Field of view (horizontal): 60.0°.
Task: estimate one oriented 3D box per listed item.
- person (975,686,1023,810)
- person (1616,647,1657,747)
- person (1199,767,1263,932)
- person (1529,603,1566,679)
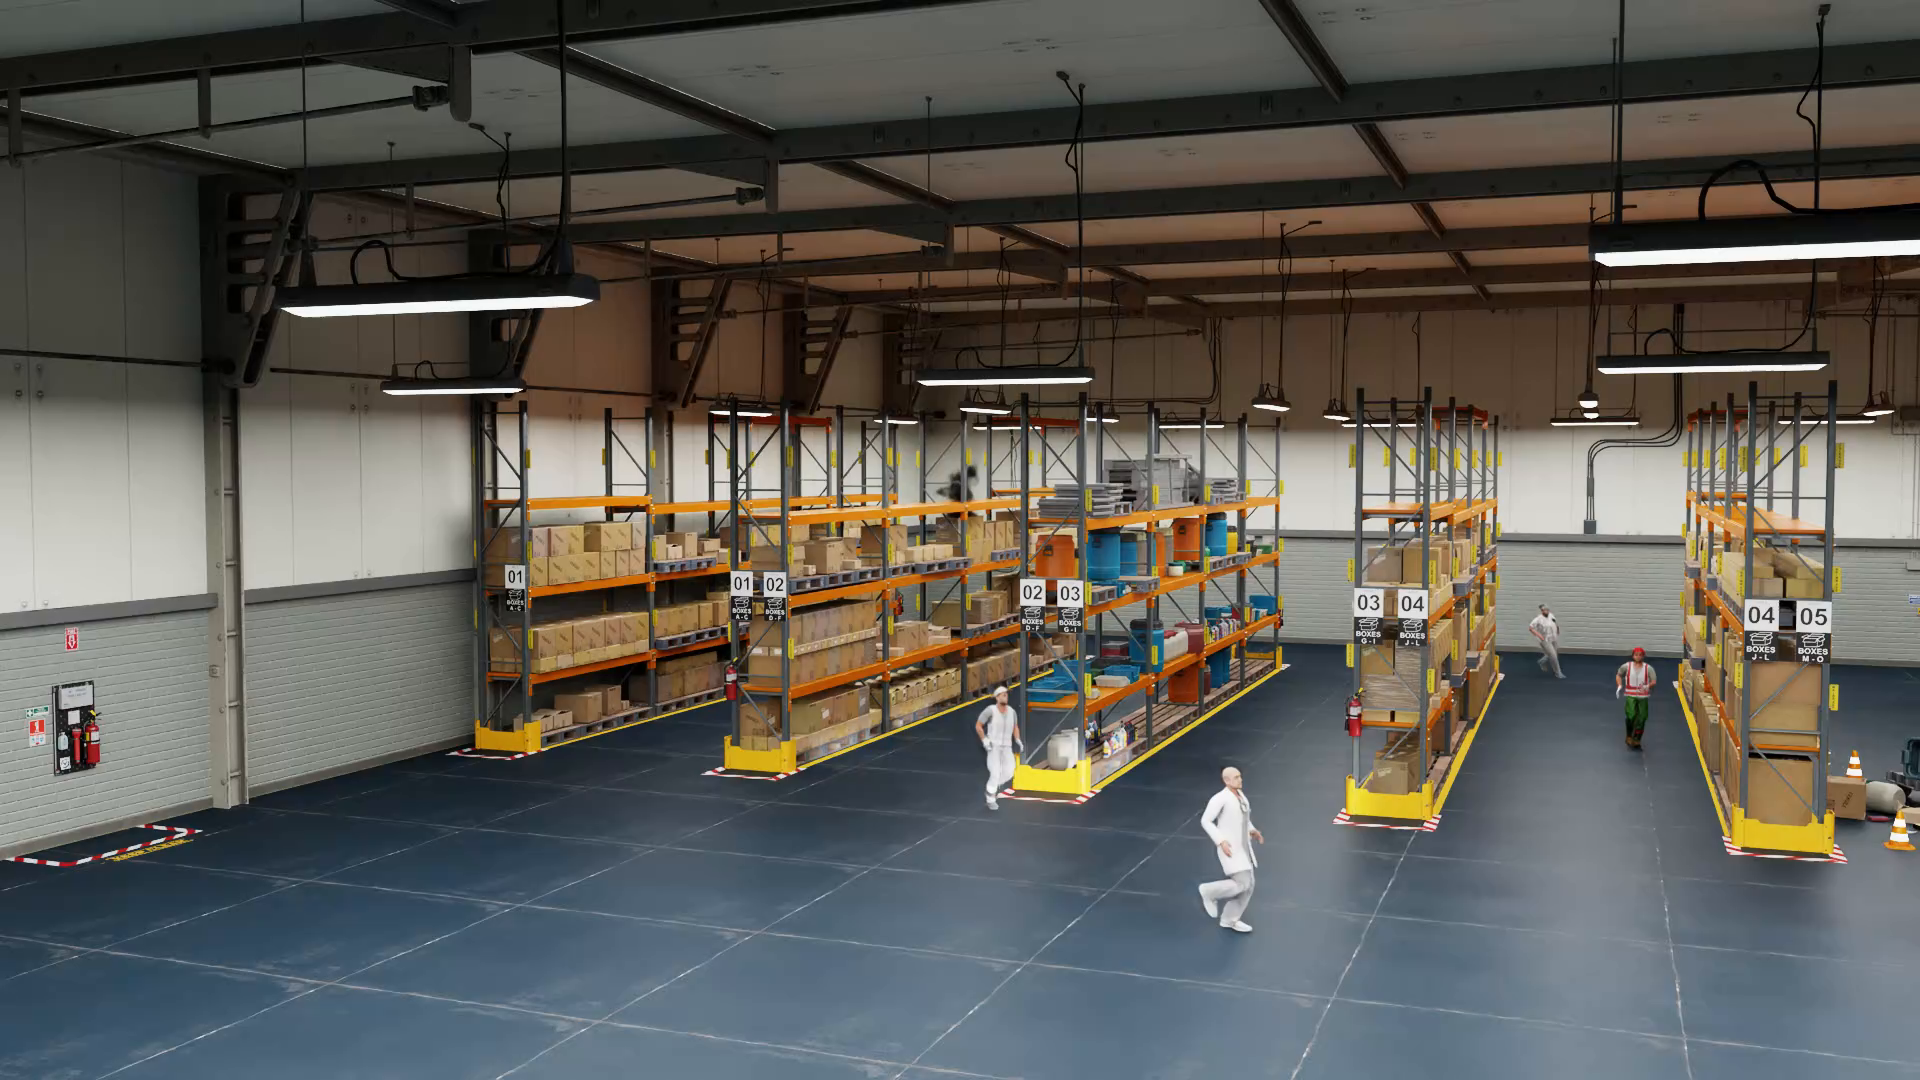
[{"bbox_3d":[0.585,2.981,23.872,0.692,1.733,0.522,-1,3,-23],"label":"person"},{"bbox_3d":[11.660,2.713,28.645,0.649,1.742,0.642,1,3,18],"label":"person"},{"bbox_3d":[2.888,3.279,17.689,0.638,1.733,0.710,2,4,41],"label":"person"},{"bbox_3d":[13.437,2.296,38.231,0.704,1.733,0.875,-1,3,-24],"label":"person"}]
